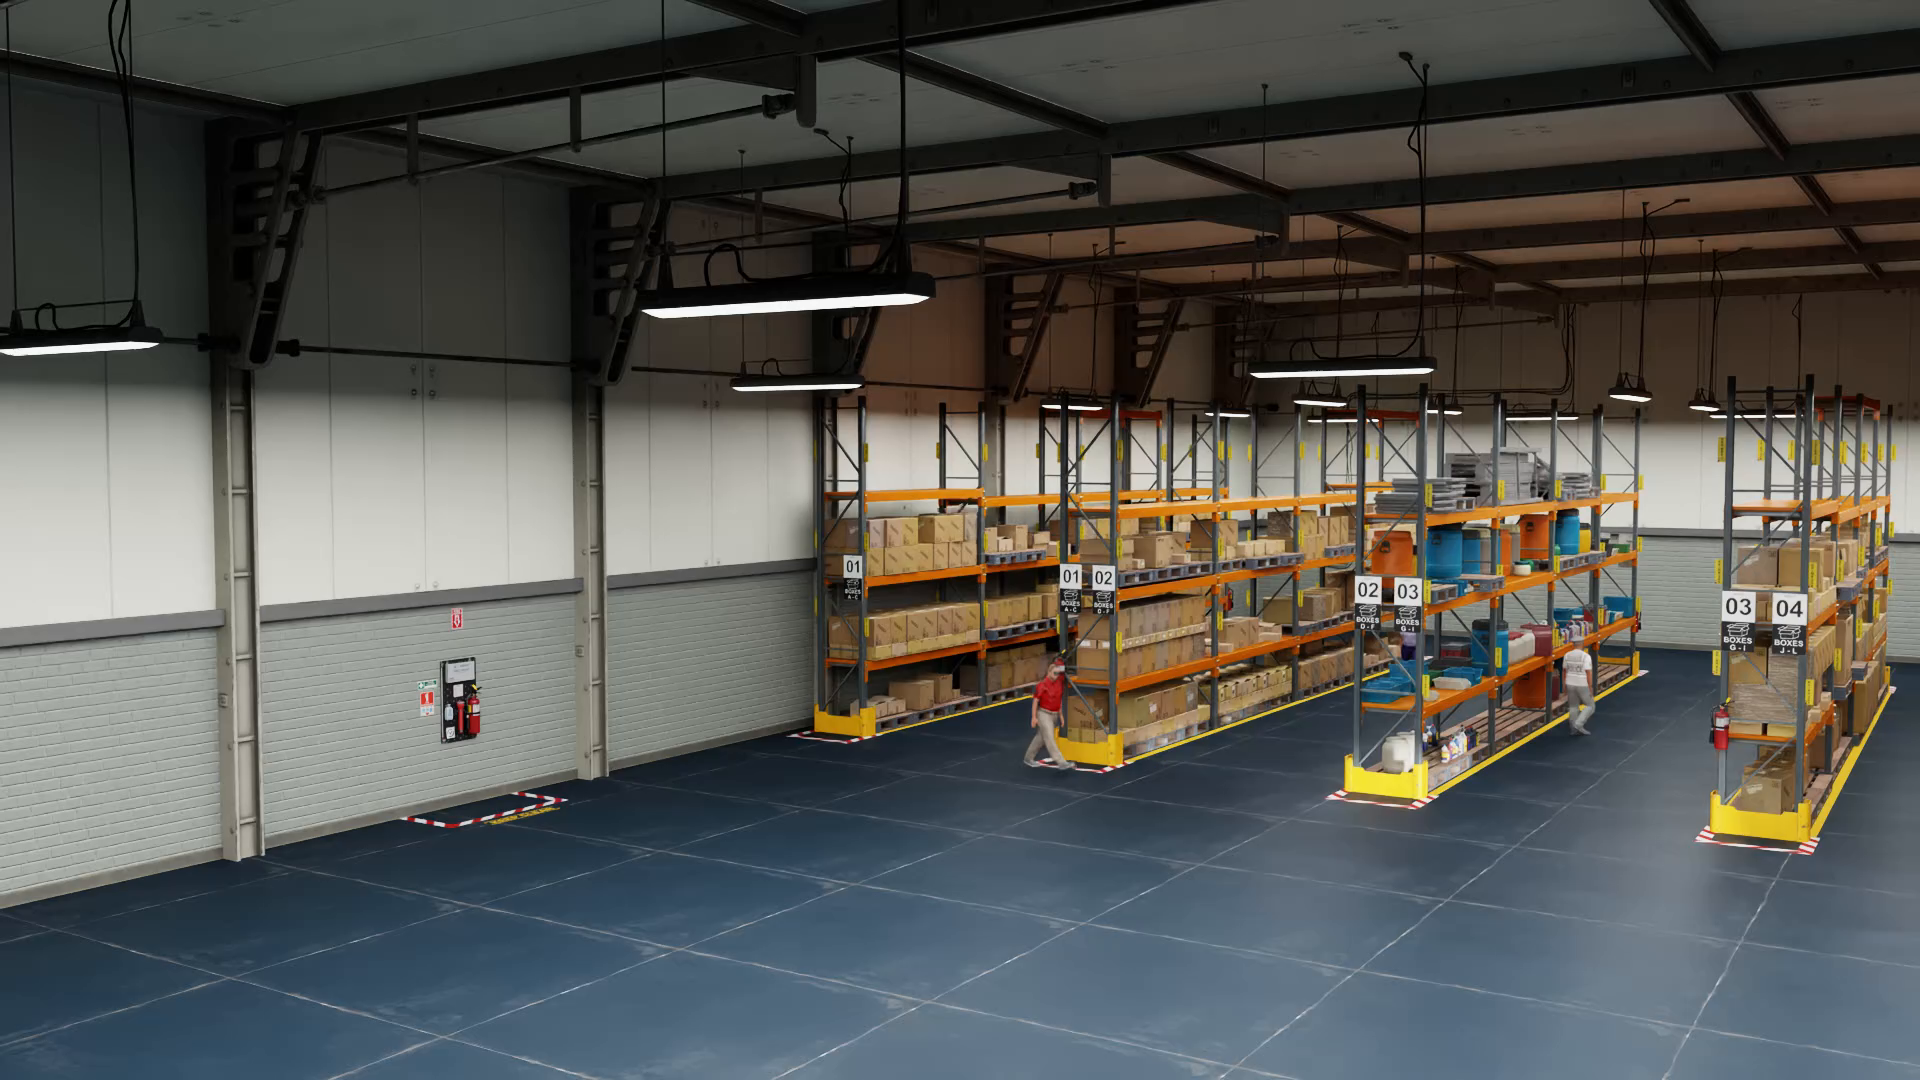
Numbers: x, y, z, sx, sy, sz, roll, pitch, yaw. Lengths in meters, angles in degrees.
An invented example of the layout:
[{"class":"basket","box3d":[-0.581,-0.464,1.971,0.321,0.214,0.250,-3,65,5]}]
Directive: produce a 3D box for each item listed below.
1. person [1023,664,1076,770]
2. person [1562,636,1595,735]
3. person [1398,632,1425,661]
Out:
[{"class":"person","box3d":[1.438,2.778,26.106,1.093,1.659,0.569,2,4,32]},{"class":"person","box3d":[10.919,2.589,29.404,0.541,1.748,0.584,-3,4,-43]},{"class":"person","box3d":[9.526,2.350,35.078,0.533,1.579,0.996,1,3,20]}]
